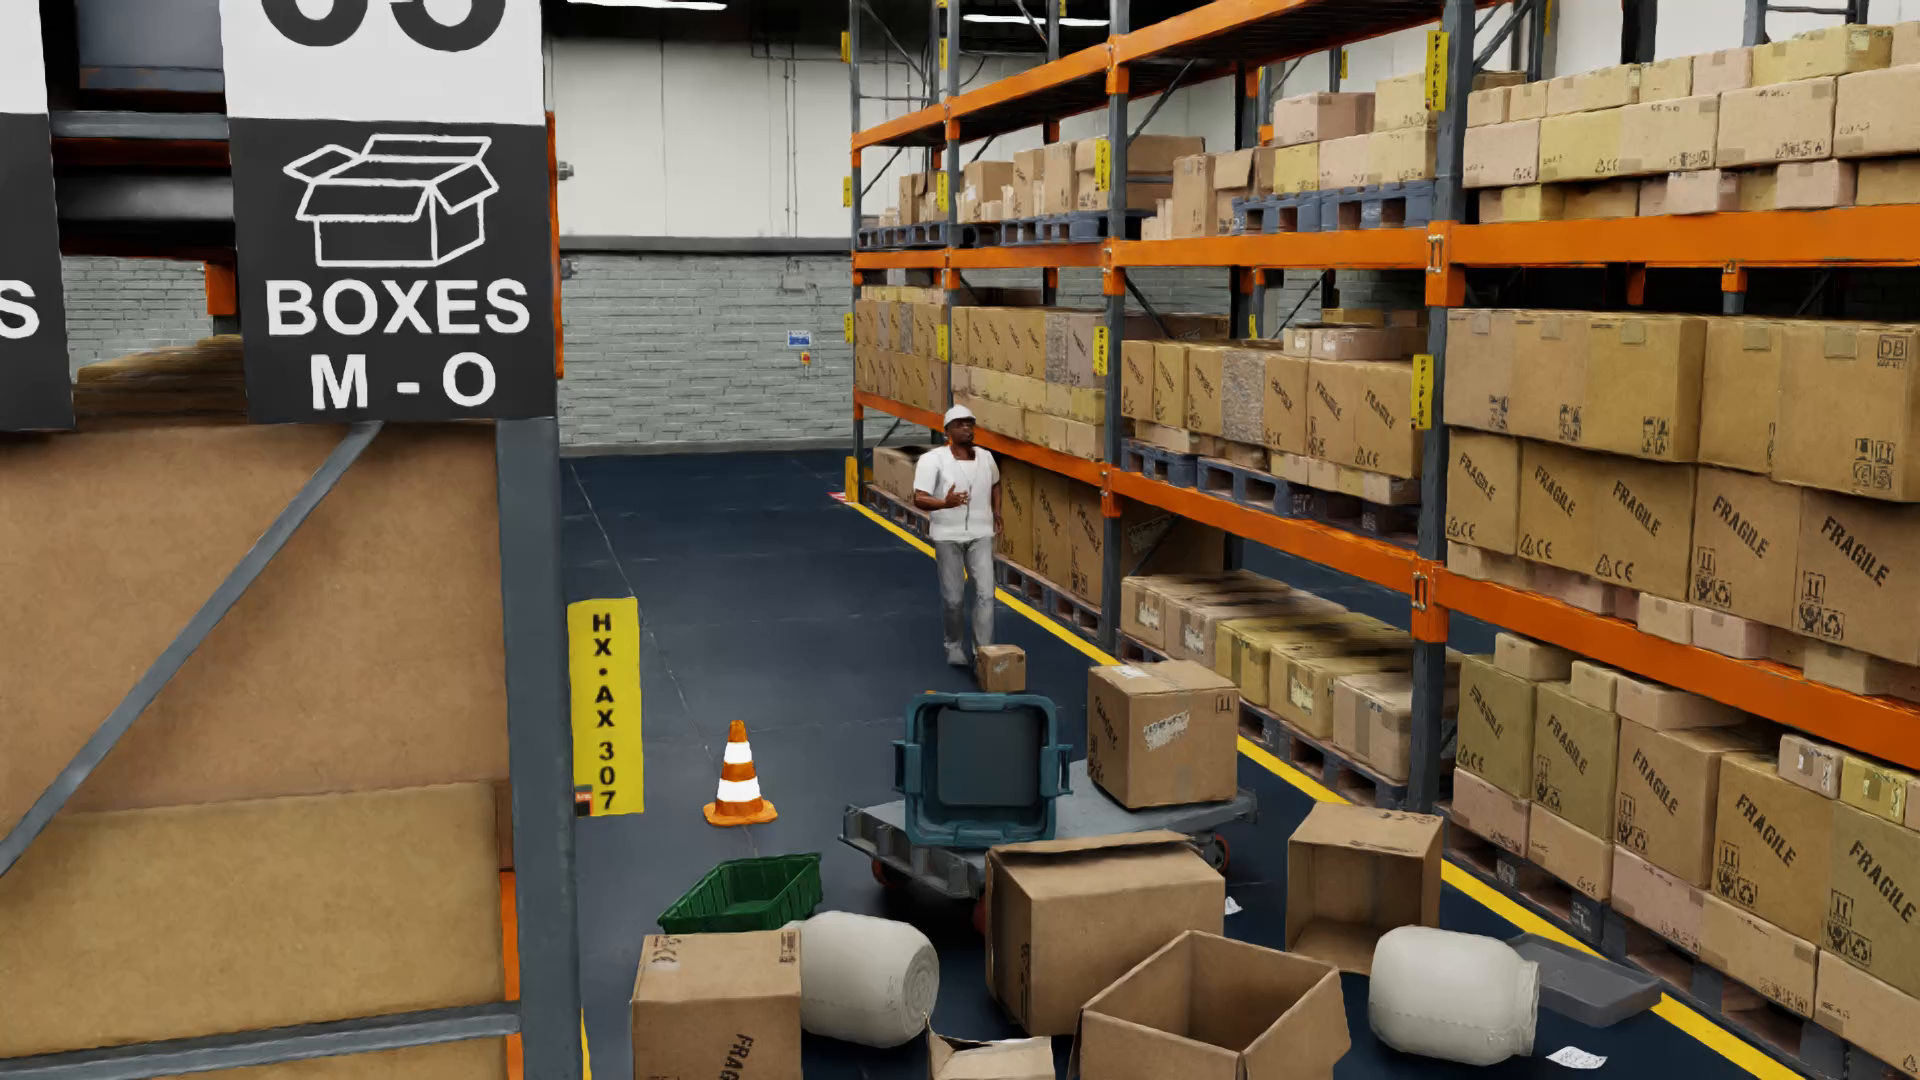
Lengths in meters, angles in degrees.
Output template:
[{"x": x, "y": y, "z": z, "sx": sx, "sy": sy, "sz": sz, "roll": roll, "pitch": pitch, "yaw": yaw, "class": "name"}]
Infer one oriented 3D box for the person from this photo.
[{"x": 0.039, "y": 0.012, "z": 10.762, "sx": 0.654, "sy": 1.745, "sz": 0.857, "roll": -2, "pitch": 9, "yaw": -12, "class": "person"}]
